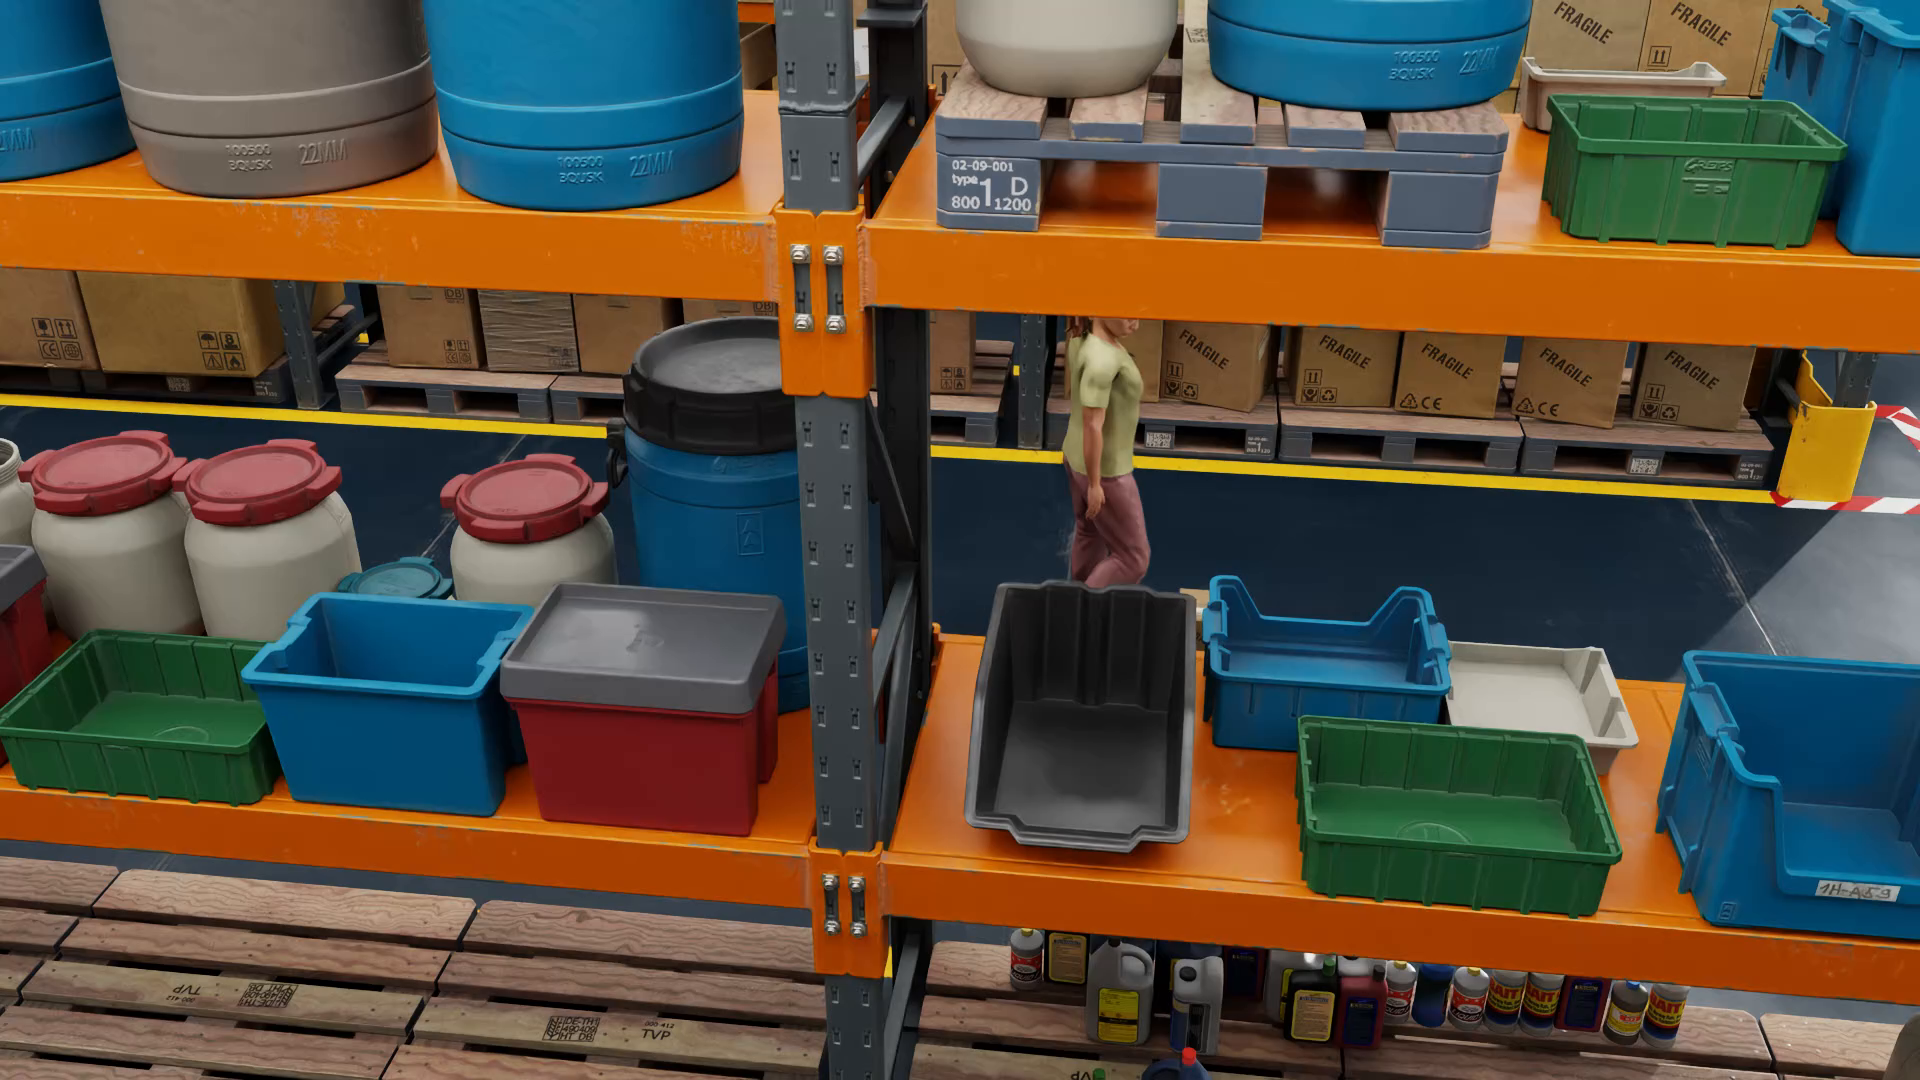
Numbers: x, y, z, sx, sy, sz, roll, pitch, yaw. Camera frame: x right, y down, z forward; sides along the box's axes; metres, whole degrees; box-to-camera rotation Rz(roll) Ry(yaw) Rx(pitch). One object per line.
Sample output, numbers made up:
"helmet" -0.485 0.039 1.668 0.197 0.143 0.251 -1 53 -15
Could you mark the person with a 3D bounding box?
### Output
"person" 0.554 -0.294 6.639 0.457 1.668 0.549 -5 29 -9
